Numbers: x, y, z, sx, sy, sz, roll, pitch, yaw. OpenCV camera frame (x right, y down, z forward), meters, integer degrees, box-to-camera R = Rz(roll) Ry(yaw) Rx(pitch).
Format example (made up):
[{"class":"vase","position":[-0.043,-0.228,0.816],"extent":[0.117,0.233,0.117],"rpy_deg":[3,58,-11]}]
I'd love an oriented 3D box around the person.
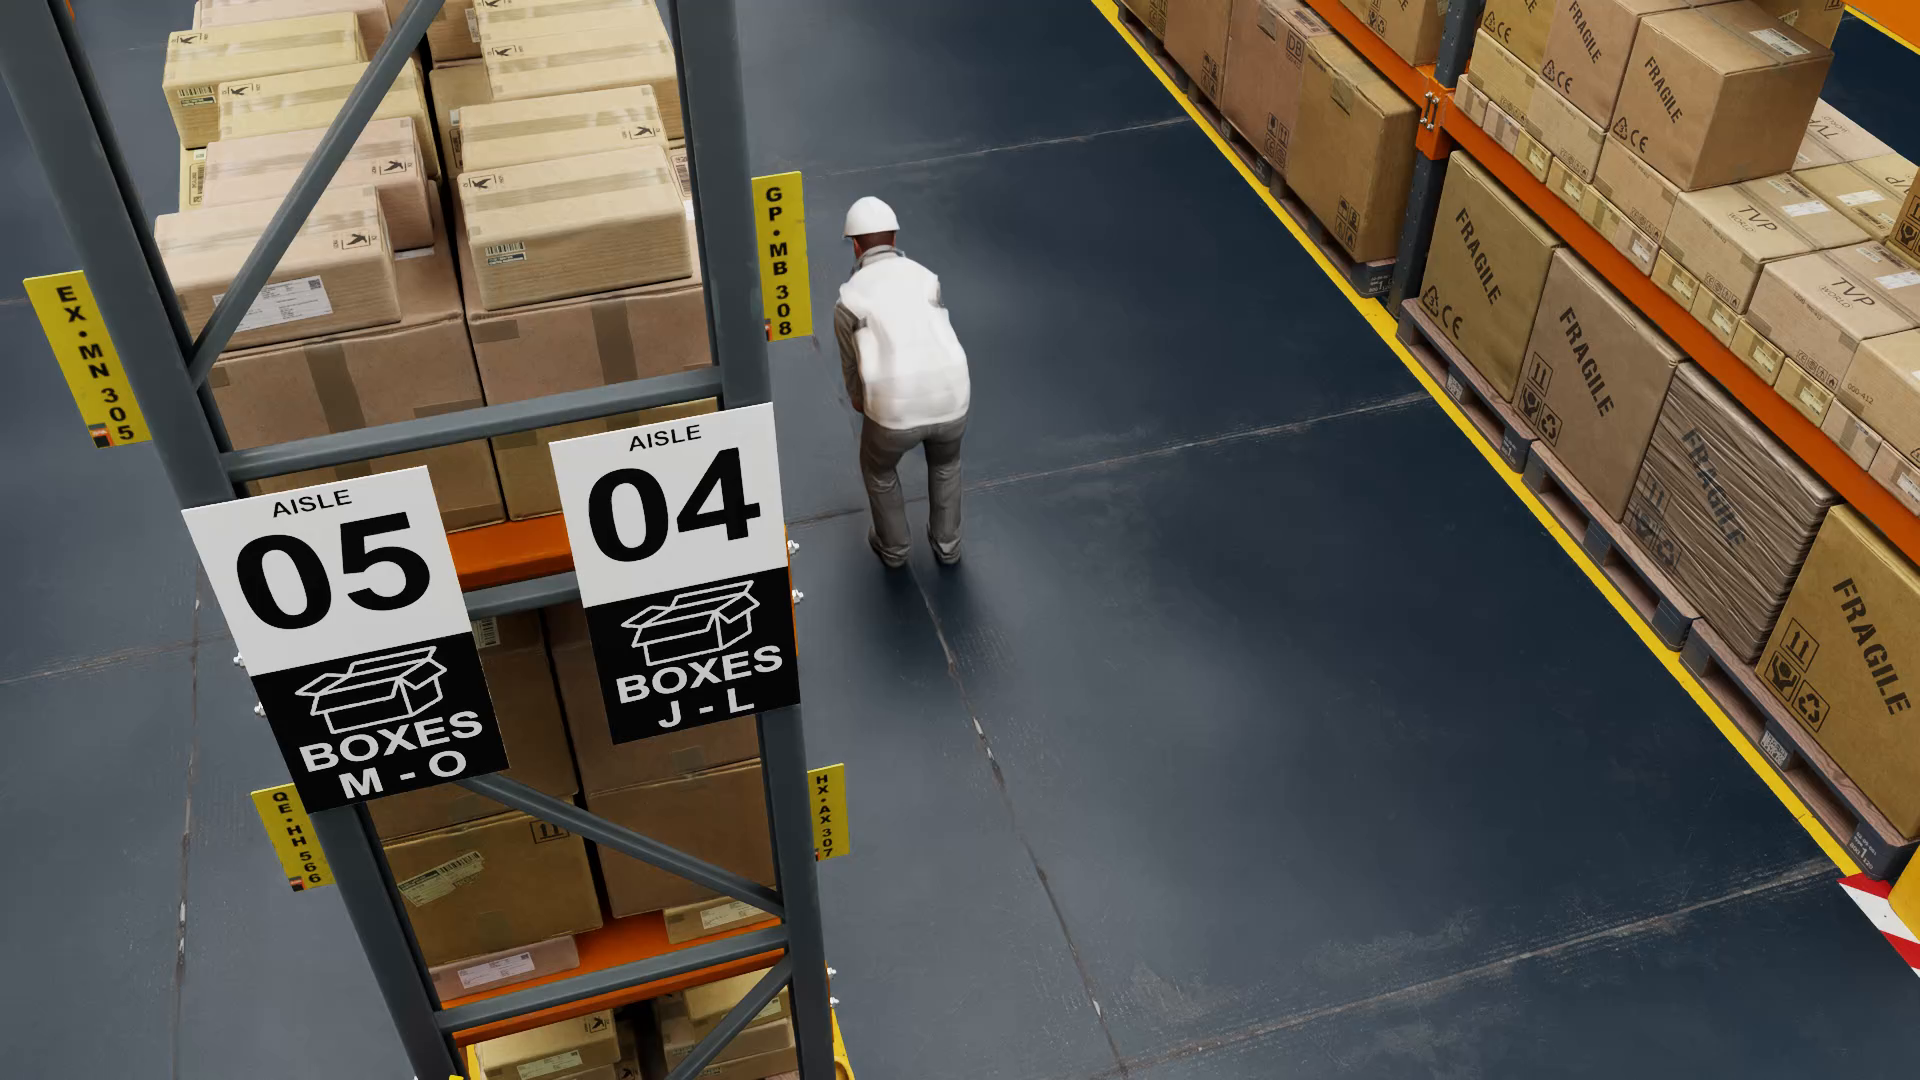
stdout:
[{"class":"person","position":[-0.265,-0.622,7.019],"extent":[0.474,1.527,0.840],"rpy_deg":[-13,44,-14]}]
